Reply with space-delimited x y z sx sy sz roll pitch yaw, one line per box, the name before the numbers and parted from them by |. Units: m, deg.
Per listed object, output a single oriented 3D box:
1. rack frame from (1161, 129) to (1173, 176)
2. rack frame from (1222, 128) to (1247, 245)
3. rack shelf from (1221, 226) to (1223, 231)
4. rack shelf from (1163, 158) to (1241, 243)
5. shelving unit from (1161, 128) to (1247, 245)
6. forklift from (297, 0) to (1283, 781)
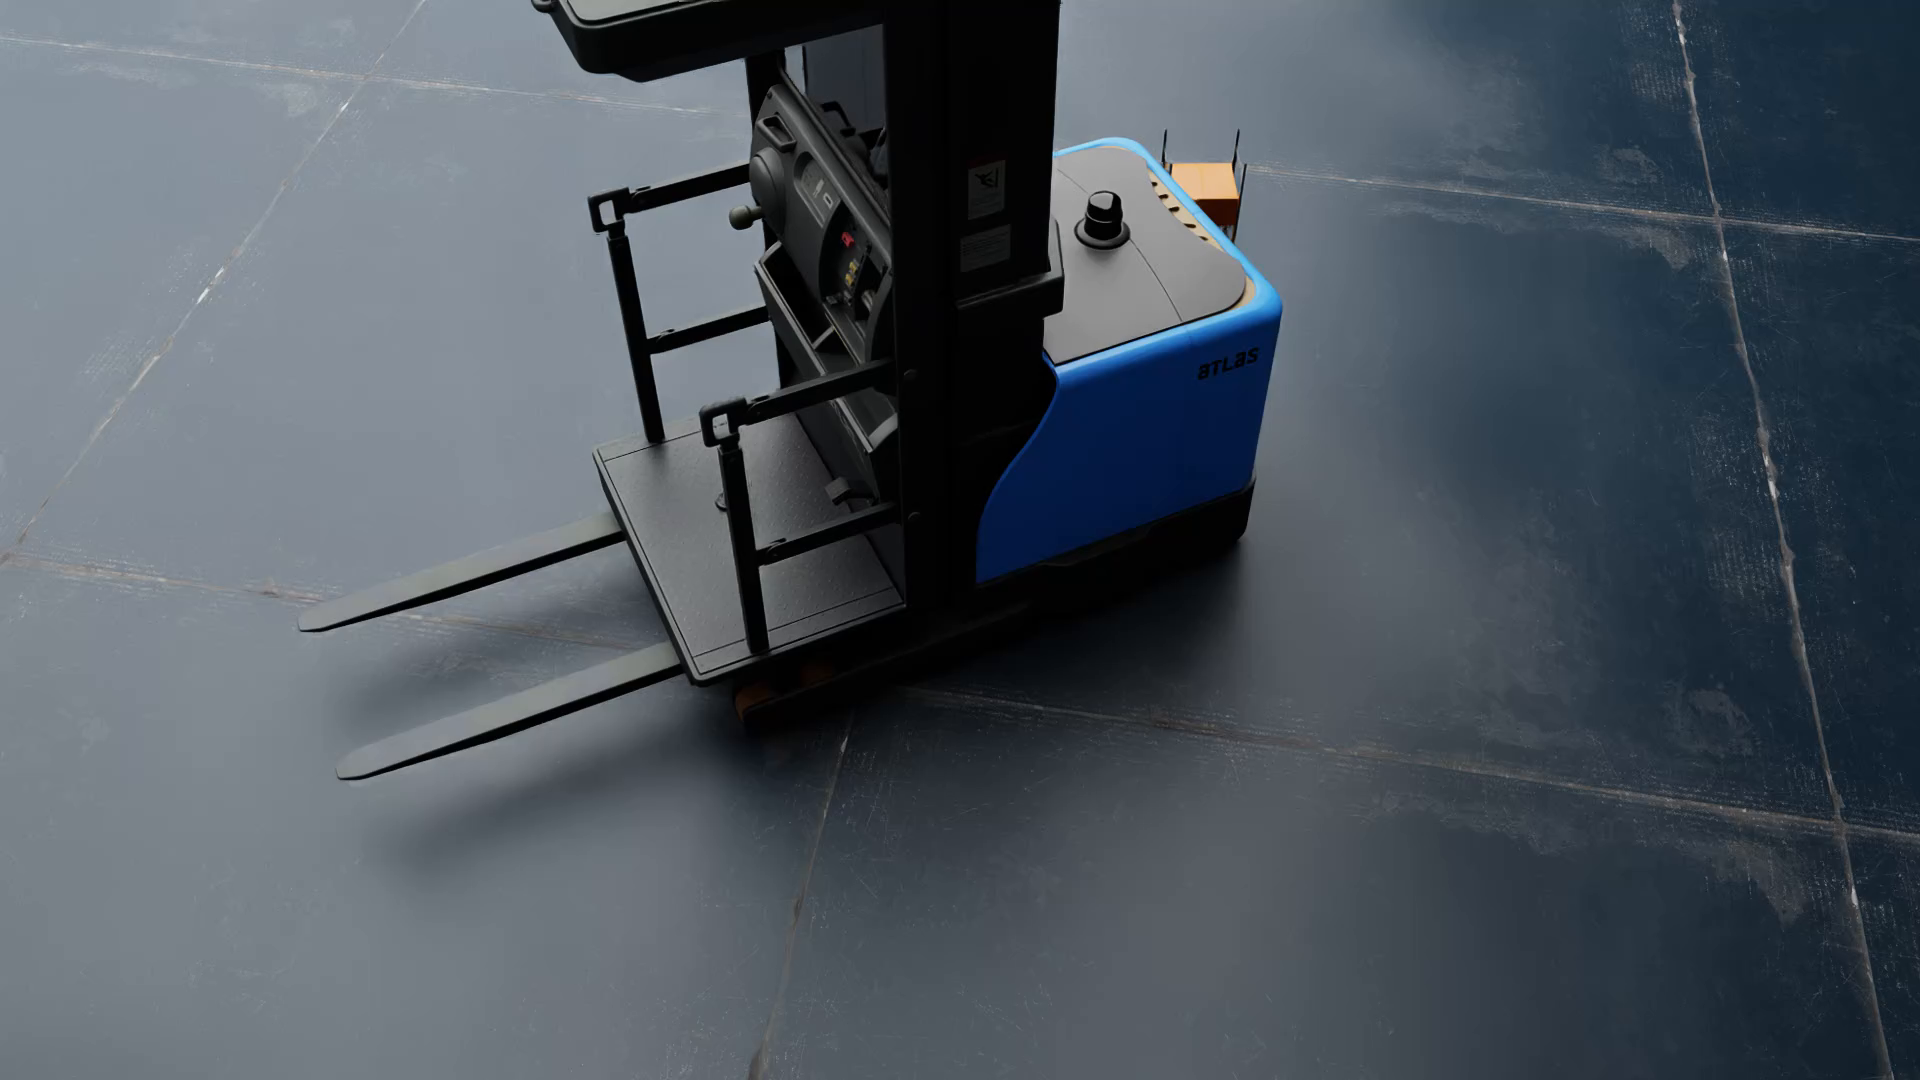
rack frame | 0.692 -0.955 5.902 0.008 1.050 0.200 -1 48 0
rack frame | 0.936 -0.957 5.904 0.008 1.050 0.200 -1 48 0
rack shelf | 0.814 -0.949 5.911 0.240 0.259 0.215 -1 48 0
rack shelf | 0.814 -1.139 5.700 0.240 0.259 0.215 -1 48 0
shelving unit | 0.814 -0.956 5.903 0.252 1.050 0.215 -1 48 0
forklift | -0.573 -0.836 4.531 3.031 2.935 1.130 -19 51 -16
